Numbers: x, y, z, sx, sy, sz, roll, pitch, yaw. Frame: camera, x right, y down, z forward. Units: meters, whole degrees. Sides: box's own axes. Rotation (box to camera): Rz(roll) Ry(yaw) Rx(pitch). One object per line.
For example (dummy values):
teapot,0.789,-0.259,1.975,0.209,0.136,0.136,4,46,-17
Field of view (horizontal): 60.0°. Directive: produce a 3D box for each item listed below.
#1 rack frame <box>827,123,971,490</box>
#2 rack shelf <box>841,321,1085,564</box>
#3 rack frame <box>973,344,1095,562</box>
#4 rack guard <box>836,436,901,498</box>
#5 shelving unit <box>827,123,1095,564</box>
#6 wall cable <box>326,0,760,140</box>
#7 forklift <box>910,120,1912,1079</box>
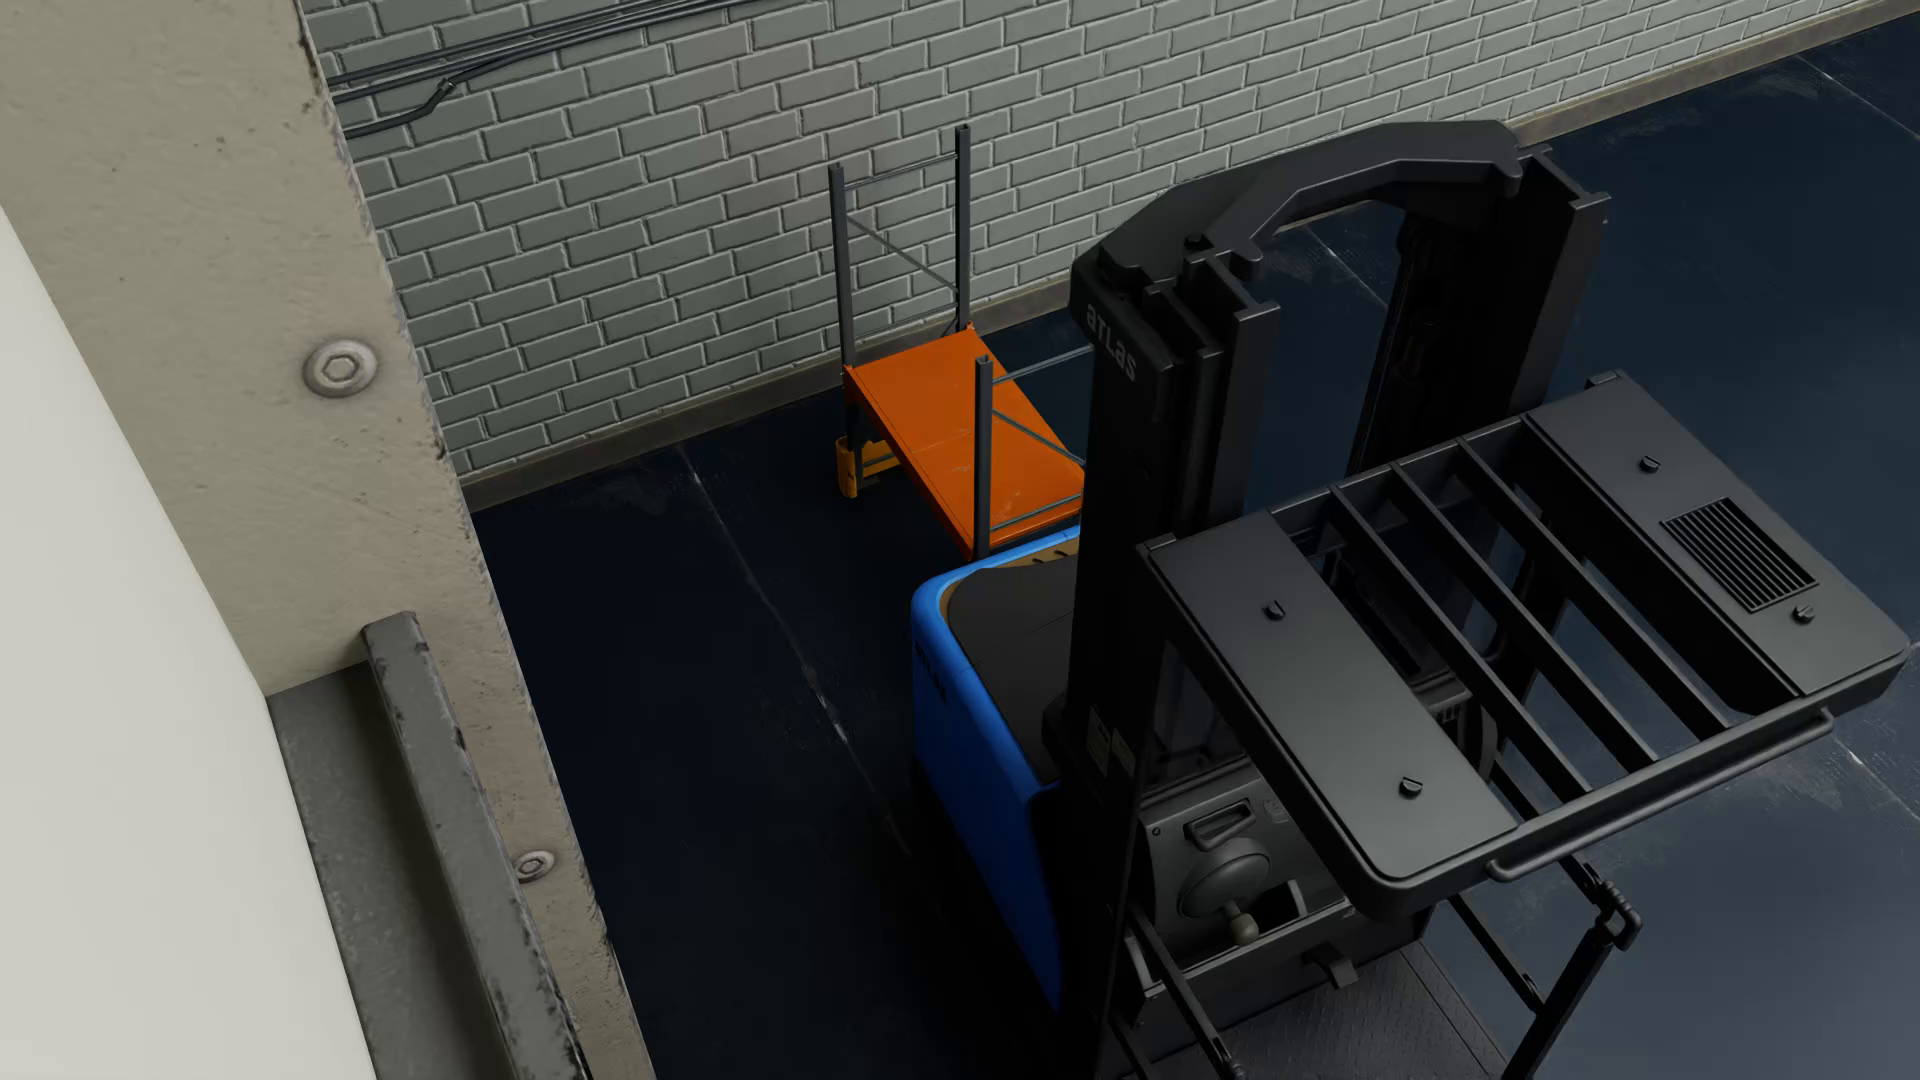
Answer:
rack frame,-0.194,-0.777,5.931,0.500,1.500,0.032,-21,52,-18
rack shelf,0.039,-0.318,5.768,0.538,0.185,1.000,-21,52,-18
rack frame,0.272,-0.096,5.335,0.500,1.500,0.032,-21,52,-18
rack guard,-0.193,-0.365,6.400,0.587,0.250,0.087,-21,52,-18
shelving unit,0.035,-0.443,5.638,0.587,1.500,1.083,-21,52,-18
wall cable,-1.083,-2.330,4.370,3.097,2.526,0.112,-21,52,-18
forklift,0.927,0.720,3.670,1.130,2.935,3.031,-20,52,-16
